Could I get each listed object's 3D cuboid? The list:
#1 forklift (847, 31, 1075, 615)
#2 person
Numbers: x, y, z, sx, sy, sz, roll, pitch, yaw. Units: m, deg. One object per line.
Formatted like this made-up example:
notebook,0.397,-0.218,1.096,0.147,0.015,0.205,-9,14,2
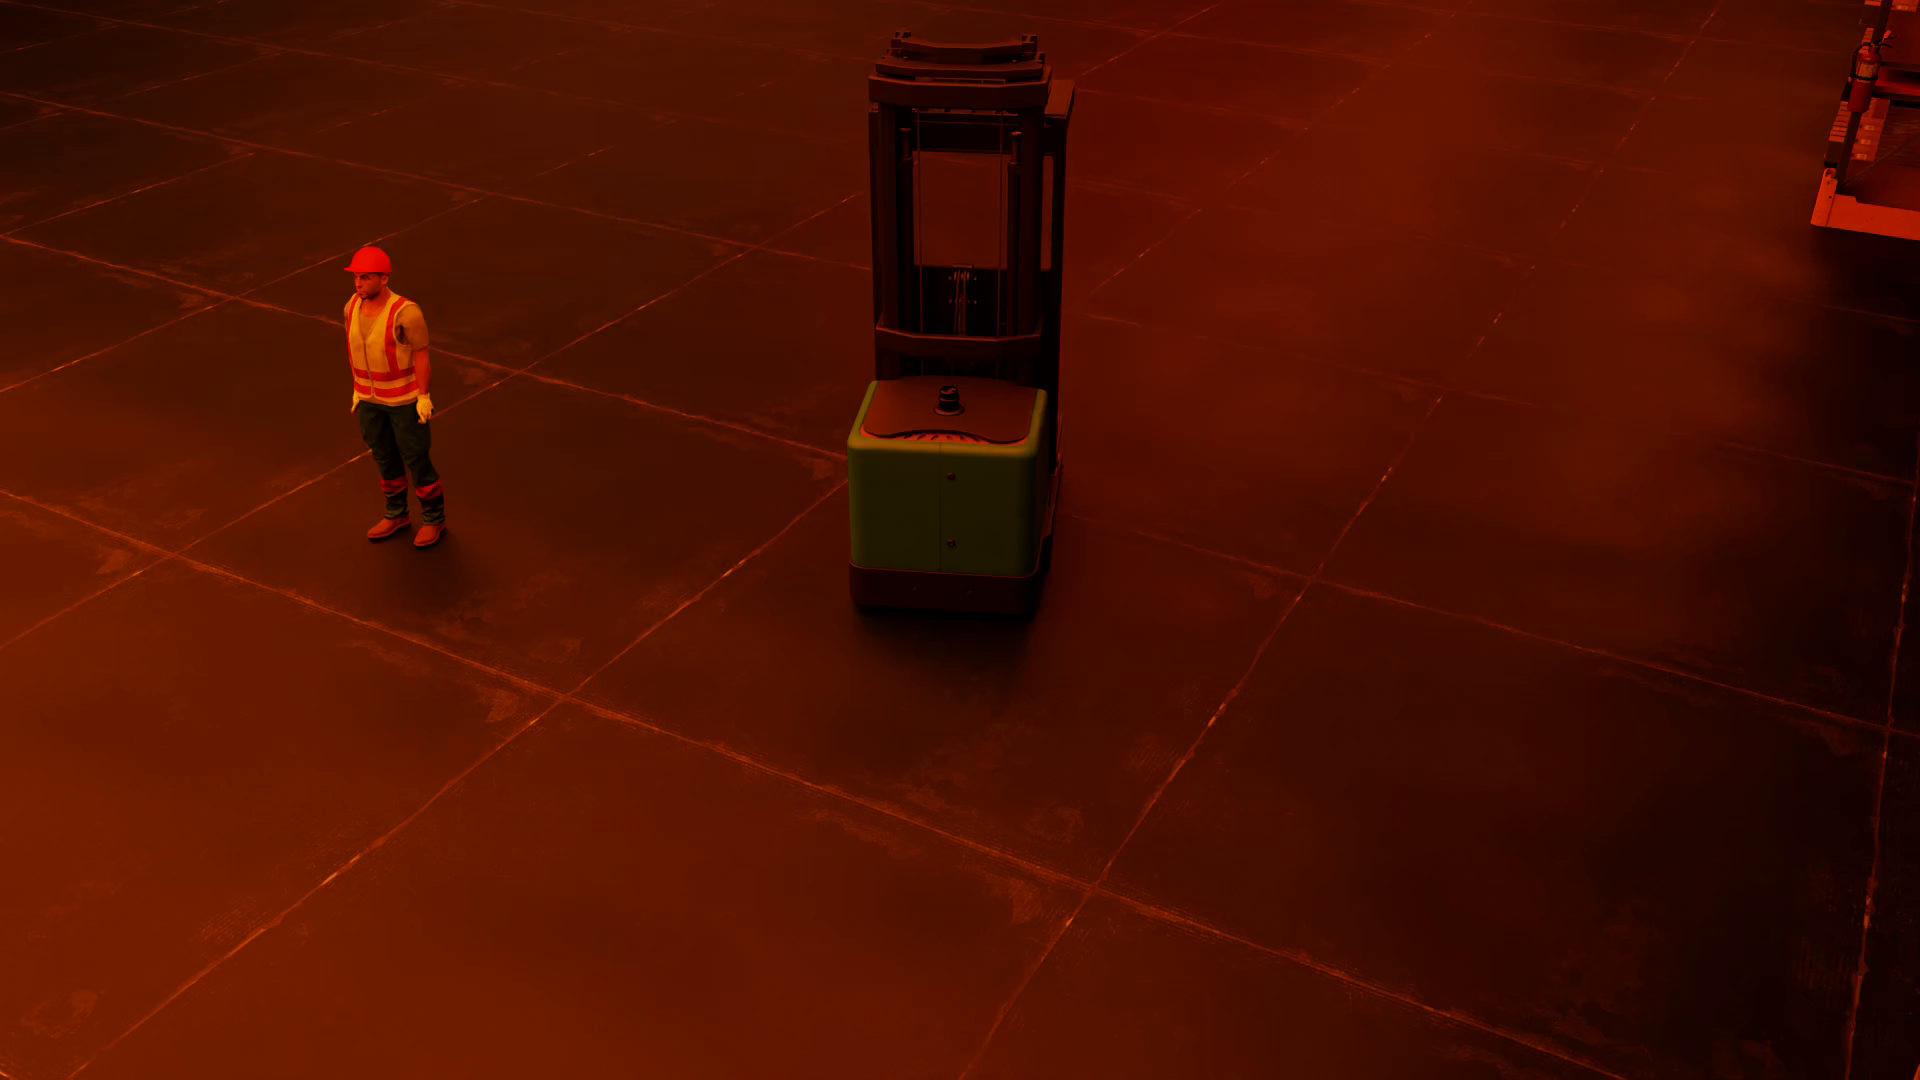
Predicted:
forklift,0.072,-1.572,9.794,1.130,2.935,3.031,3,30,6
person,-3.306,-0.821,9.636,0.536,1.795,0.376,9,31,16
